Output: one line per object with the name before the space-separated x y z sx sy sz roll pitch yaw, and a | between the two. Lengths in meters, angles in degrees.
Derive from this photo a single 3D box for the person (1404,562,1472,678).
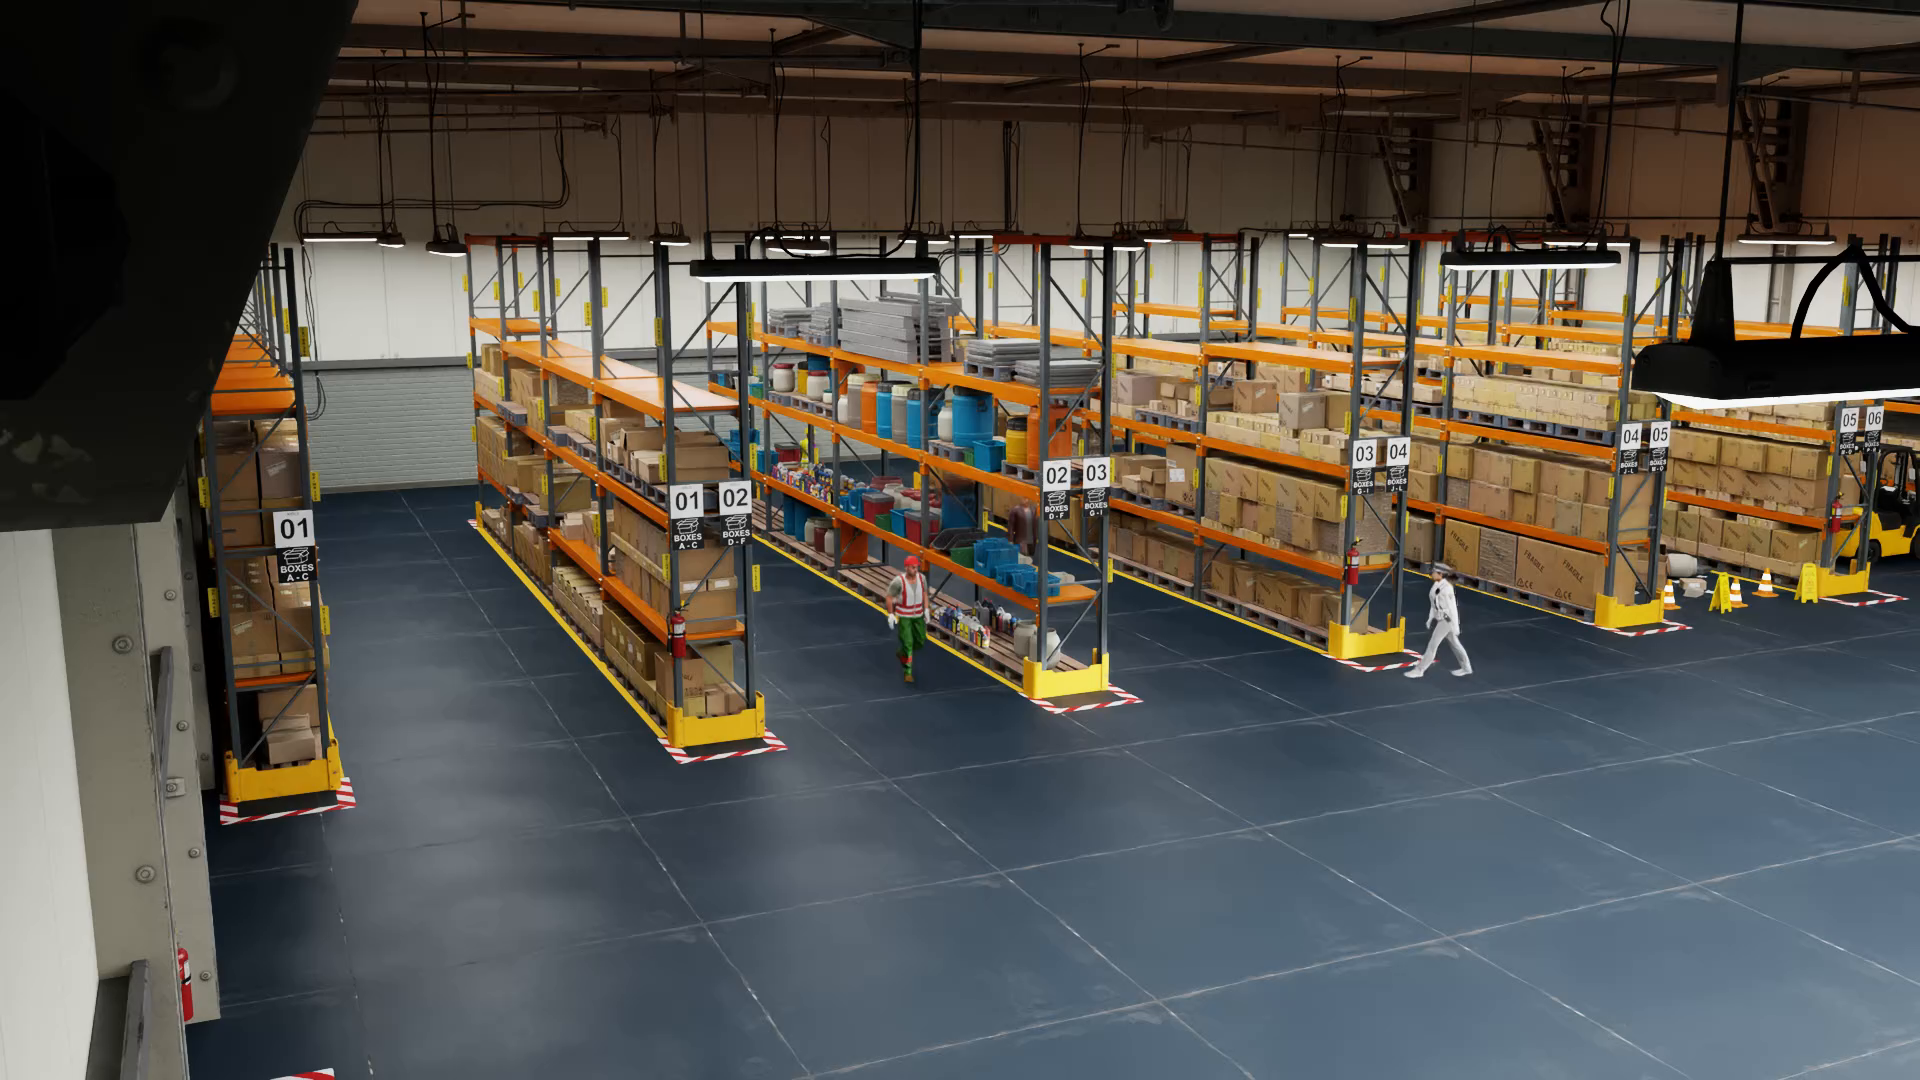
person | 6.660 1.097 23.083 0.994 1.608 0.529 0 11 0

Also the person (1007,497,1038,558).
person | 1.163 0.016 28.368 0.578 1.707 1.143 -6 13 -29

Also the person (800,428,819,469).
person | -3.318 -1.616 36.829 0.414 1.771 0.611 -8 14 -36

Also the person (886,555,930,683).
person | -0.755 1.051 23.122 0.620 1.764 0.701 -7 13 -31
